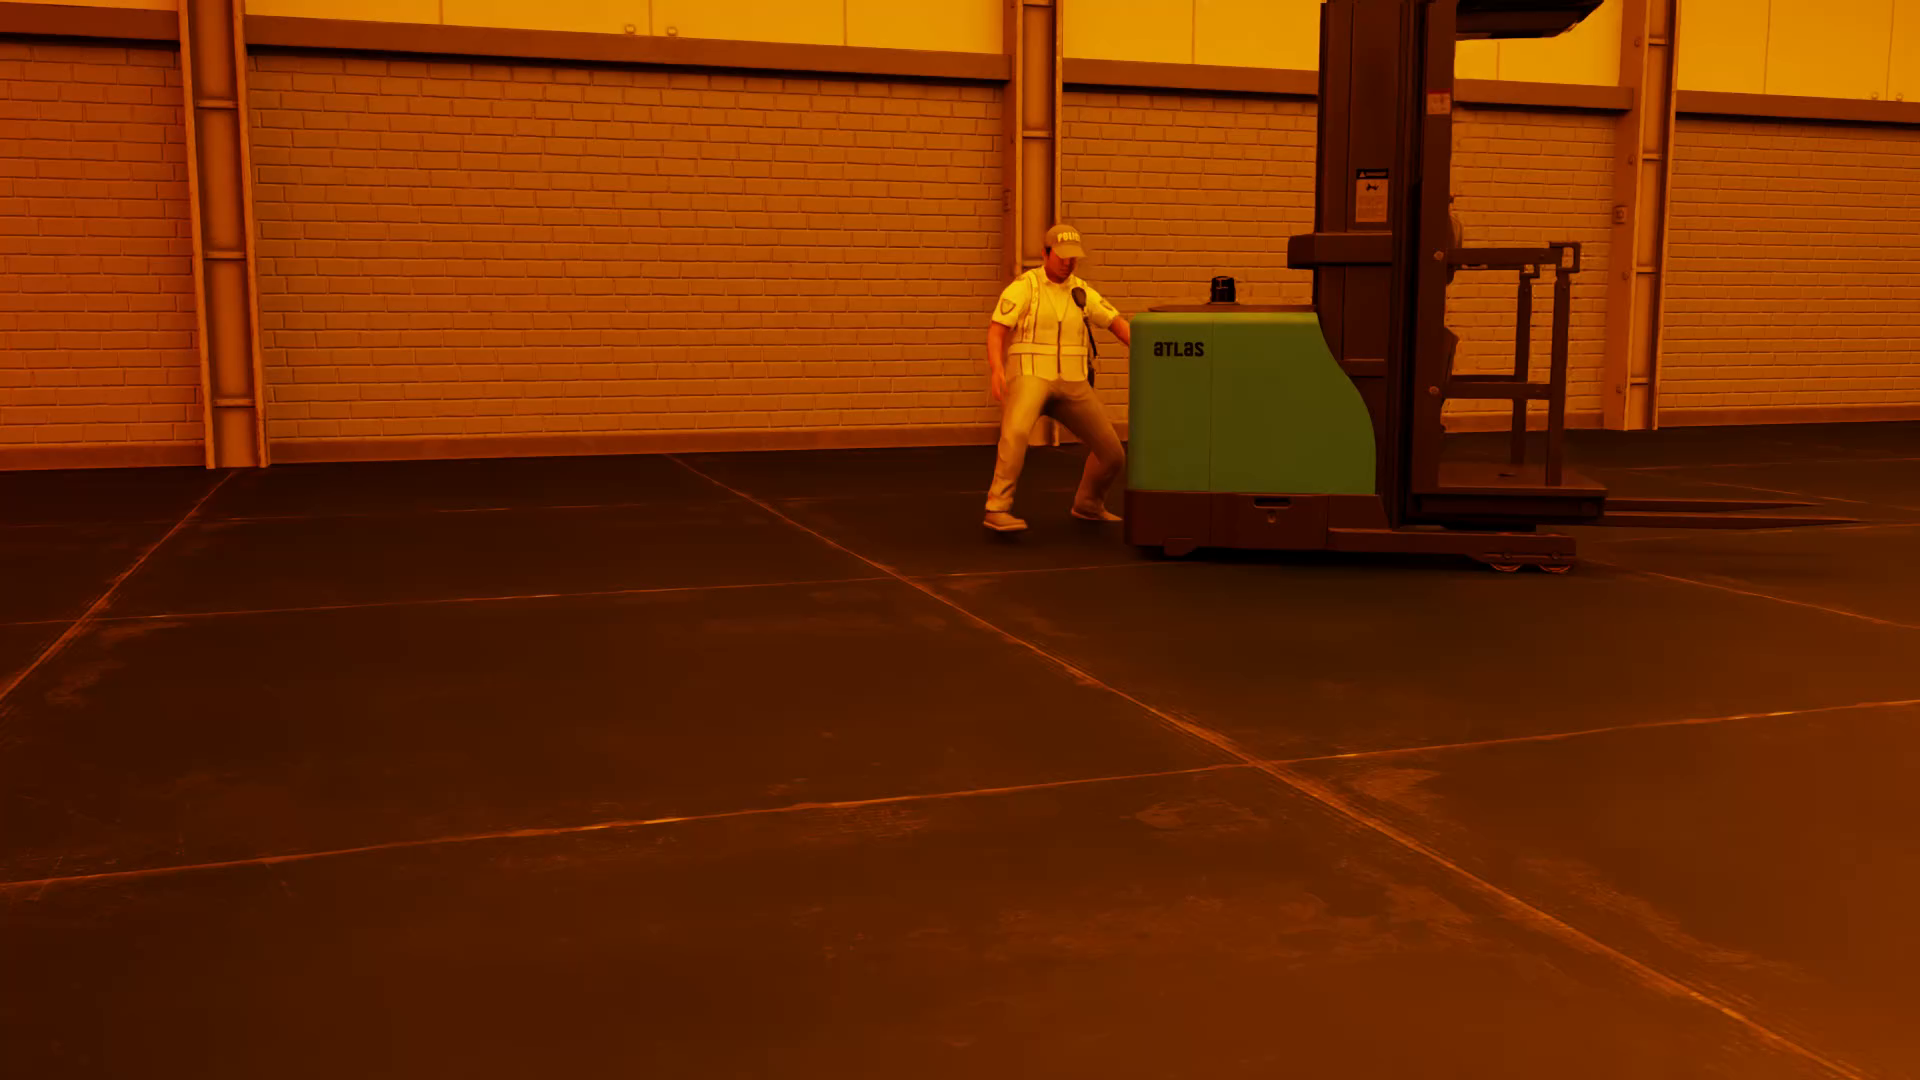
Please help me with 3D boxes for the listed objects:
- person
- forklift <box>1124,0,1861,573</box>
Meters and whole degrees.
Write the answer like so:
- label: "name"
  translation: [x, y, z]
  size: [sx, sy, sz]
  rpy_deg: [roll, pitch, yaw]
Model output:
- label: "person"
  translation: [0.511, -0.778, 8.235]
  size: [0.928, 1.536, 0.779]
  rpy_deg: [-2, 8, -18]
- label: "forklift"
  translation: [2.286, -1.391, 7.276]
  size: [3.031, 2.935, 1.130]
  rpy_deg: [1, 8, 10]
